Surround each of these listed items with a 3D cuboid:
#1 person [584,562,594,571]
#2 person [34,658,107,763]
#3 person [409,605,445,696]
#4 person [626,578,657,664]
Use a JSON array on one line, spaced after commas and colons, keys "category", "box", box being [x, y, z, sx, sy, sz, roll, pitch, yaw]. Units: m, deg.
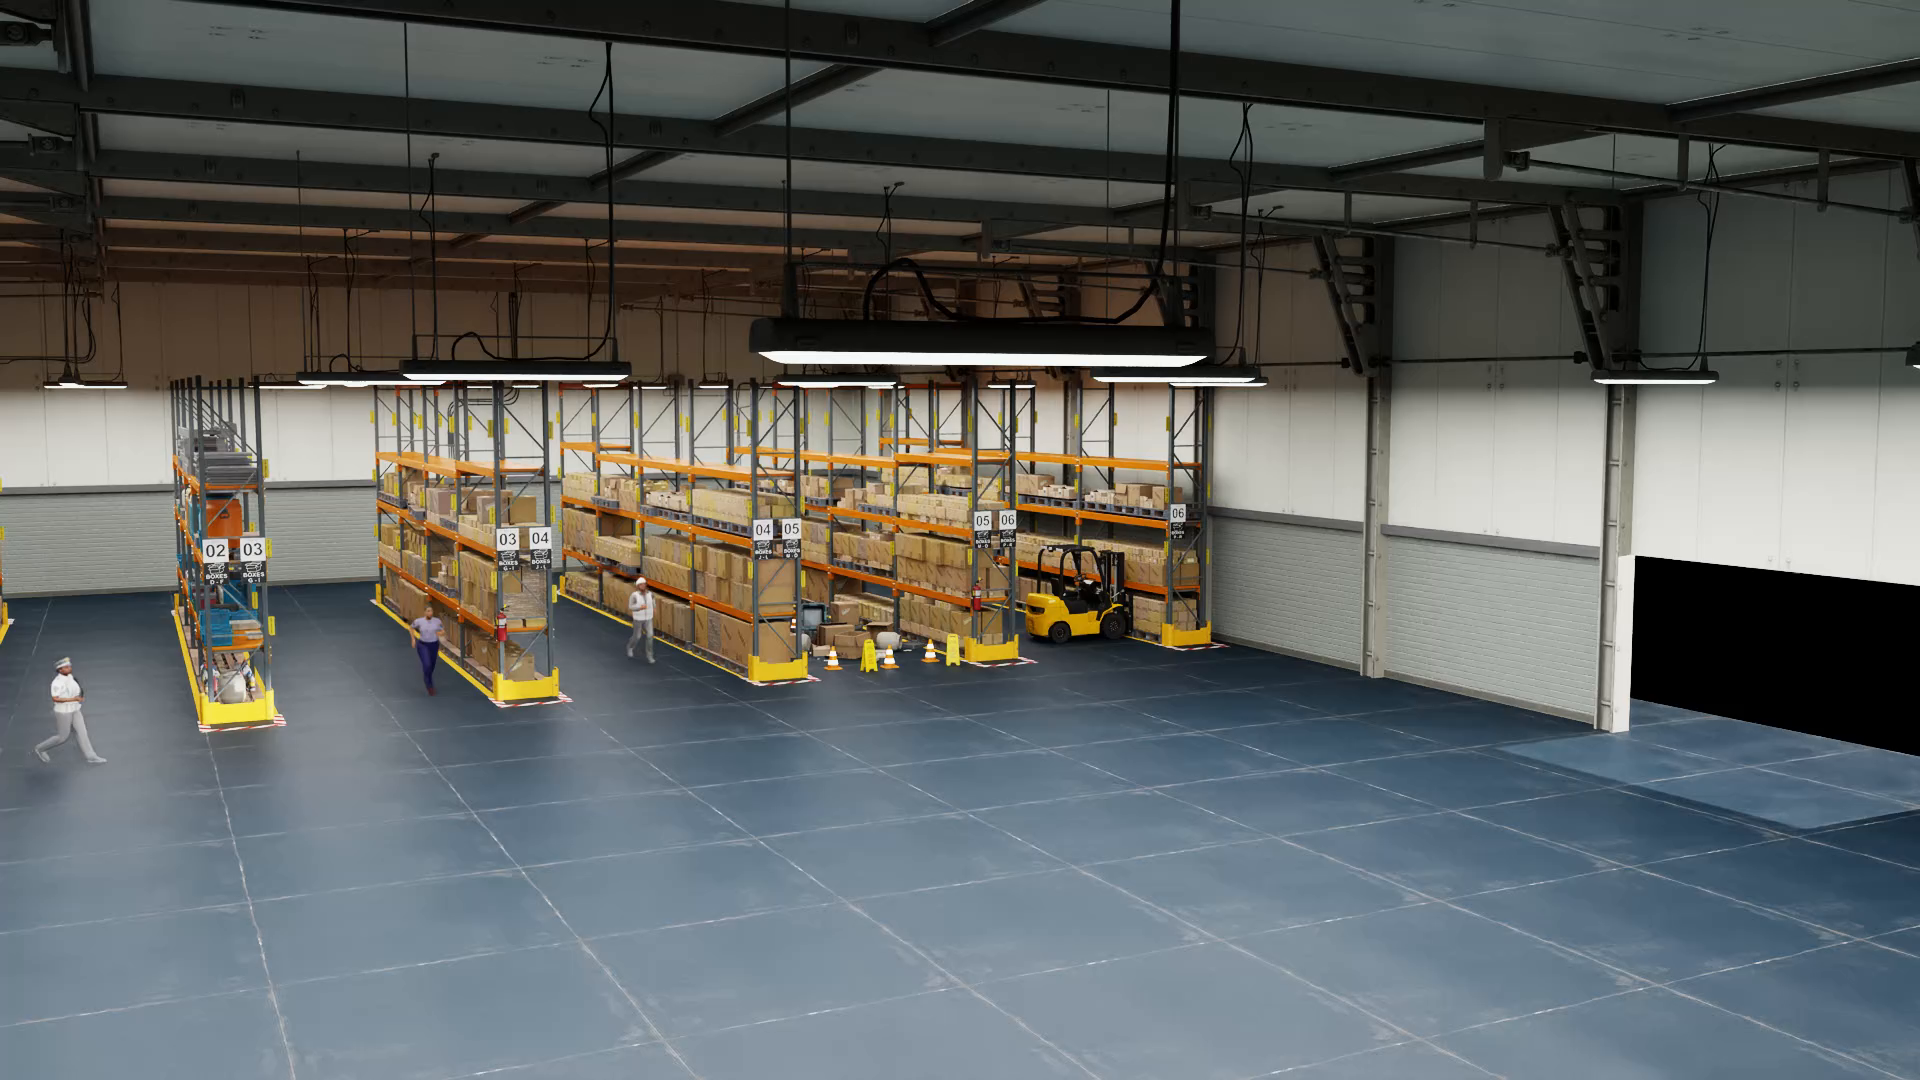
[{"category": "person", "box": [-10.863, 0.544, 48.920, 0.587, 1.653, 0.688, 1, 5, 12]}, {"category": "person", "box": [-13.581, 2.600, 25.365, 1.044, 1.640, 0.594, 0, 5, 4]}, {"category": "person", "box": [-10.125, 2.078, 31.677, 0.580, 1.694, 0.838, -4, 6, -38]}, {"category": "person", "box": [-6.772, 1.691, 35.398, 0.665, 1.806, 0.954, -3, 6, -31]}]
